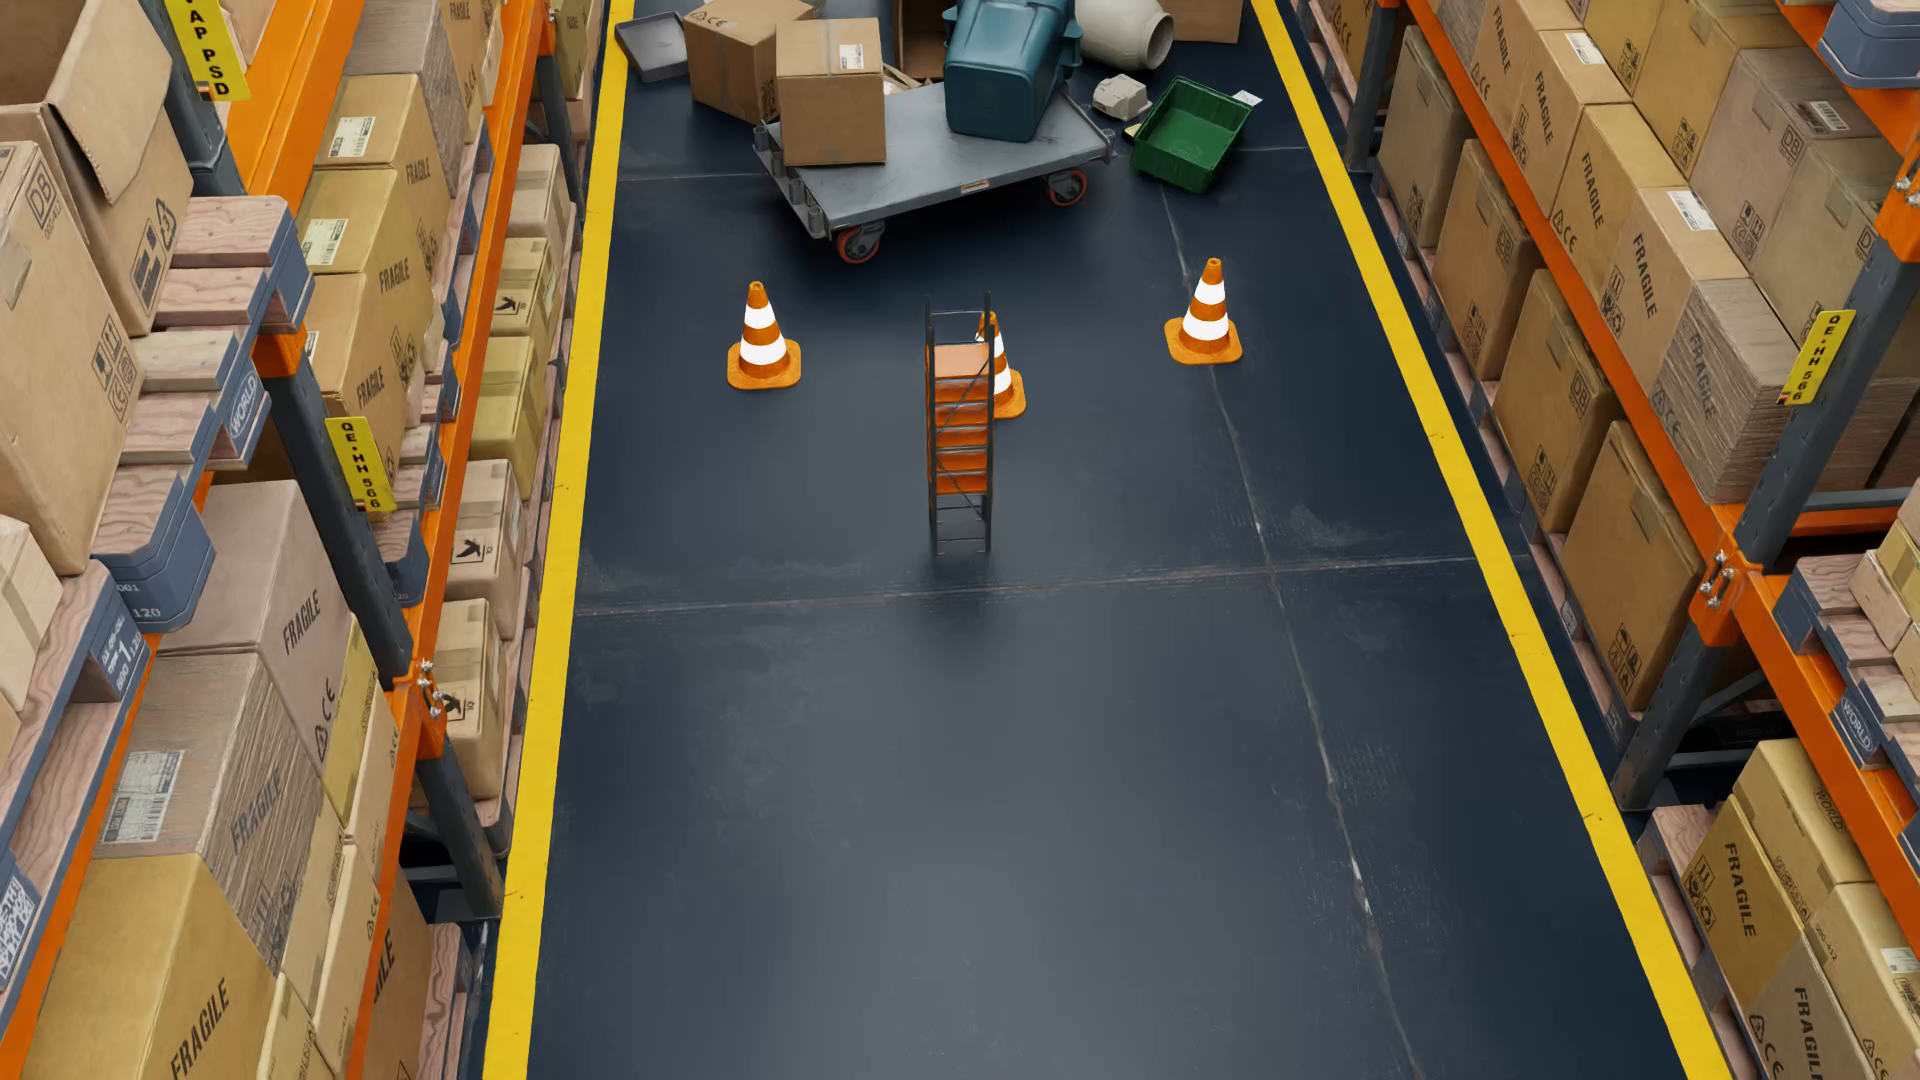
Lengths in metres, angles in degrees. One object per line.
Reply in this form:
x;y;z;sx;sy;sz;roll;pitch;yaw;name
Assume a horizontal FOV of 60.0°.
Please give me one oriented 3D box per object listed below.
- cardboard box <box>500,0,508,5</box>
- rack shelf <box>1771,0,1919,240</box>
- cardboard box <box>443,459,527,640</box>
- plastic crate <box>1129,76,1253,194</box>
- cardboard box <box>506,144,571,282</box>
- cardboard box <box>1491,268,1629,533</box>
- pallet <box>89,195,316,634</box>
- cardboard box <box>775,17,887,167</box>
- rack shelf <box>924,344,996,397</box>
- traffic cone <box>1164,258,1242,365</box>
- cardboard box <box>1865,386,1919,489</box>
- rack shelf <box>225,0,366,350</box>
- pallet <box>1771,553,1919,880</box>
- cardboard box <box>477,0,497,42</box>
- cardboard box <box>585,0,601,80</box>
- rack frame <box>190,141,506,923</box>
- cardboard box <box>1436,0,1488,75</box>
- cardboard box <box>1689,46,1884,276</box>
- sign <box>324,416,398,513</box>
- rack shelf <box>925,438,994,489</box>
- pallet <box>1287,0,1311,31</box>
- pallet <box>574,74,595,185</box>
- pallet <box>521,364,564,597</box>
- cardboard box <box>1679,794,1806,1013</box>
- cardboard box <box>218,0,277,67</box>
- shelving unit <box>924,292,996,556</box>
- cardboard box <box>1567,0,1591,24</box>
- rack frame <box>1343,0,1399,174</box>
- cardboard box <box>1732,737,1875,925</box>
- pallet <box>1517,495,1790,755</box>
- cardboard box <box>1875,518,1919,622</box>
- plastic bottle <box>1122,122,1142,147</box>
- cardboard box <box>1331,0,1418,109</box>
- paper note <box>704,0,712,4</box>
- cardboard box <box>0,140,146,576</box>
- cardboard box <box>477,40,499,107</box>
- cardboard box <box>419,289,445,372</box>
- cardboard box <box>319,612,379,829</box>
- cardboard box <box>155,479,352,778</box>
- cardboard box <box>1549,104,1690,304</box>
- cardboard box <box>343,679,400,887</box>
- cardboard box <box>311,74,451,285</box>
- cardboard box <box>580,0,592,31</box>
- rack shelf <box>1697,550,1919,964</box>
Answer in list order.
-2.080;-2.350;6.930;0.380;0.149;0.250;-3;47;-3;cardboard box
2.693;-2.358;5.484;1.077;0.370;4.000;-3;47;-3;rack shelf
-2.171;0.063;6.281;0.950;0.372;0.625;-4;47;-4;cardboard box
1.206;-2.120;8.726;0.450;0.188;0.662;25;51;9;plastic crate
-2.352;-1.509;7.770;0.950;0.372;0.625;-3;47;-3;cardboard box
2.823;-0.577;6.627;1.050;0.750;0.750;-3;47;-3;cardboard box
-1.957;-0.257;3.128;1.213;0.211;1.003;-2;47;-1;pallet
-0.627;-2.178;8.083;0.500;0.500;0.500;-3;47;-3;cardboard box
-0.001;-0.640;6.232;0.258;0.103;0.180;-3;47;-3;rack shelf
1.133;-1.087;7.597;0.336;0.463;0.334;-3;47;-3;traffic cone
3.092;-0.503;5.228;0.500;0.500;0.500;-3;47;-3;cardboard box
-2.231;-1.984;5.130;1.077;0.370;4.000;-3;47;-3;rack shelf
3.026;0.448;4.529;1.213;0.211;1.003;-3;47;-3;pallet
-2.088;-2.250;6.388;0.500;0.500;0.500;-3;47;-3;cardboard box
-2.235;-2.675;8.959;0.500;0.250;0.500;-1;47;-1;cardboard box
-2.064;0.247;4.587;1.000;3.000;0.127;-3;47;-3;rack frame
2.345;-2.294;6.924;0.500;0.500;0.500;-3;47;-3;cardboard box
2.789;-1.197;5.196;0.700;0.500;0.500;-4;47;-4;cardboard box
-1.511;-0.188;4.201;0.100;0.325;0.005;-3;47;-3;sign
-0.001;-0.310;6.580;0.258;0.103;0.180;-3;47;-3;rack shelf
2.435;-3.502;10.058;1.003;0.211;1.213;-3;47;-3;pallet
-2.490;-2.172;8.798;1.003;0.211;1.213;-3;47;-3;pallet
-2.227;-0.241;6.969;1.003;0.211;1.213;-3;47;-3;pallet
2.666;1.115;5.197;0.500;0.500;0.500;-5;47;-5;cardboard box
-2.133;-1.506;4.112;0.700;0.500;0.500;-3;47;-3;cardboard box
-0.001;-0.423;6.461;0.258;1.200;0.189;-3;47;-3;shelving unit
2.660;-2.303;6.244;0.700;0.500;0.500;-3;47;-3;cardboard box
2.526;-3.021;7.682;1.000;3.000;0.127;-3;47;-3;rack frame
2.677;0.844;4.938;0.500;0.250;0.500;-5;47;-5;cardboard box
2.870;0.257;6.498;1.003;0.211;1.213;-3;47;-3;pallet
2.701;0.074;4.429;0.380;0.149;0.250;-2;47;-2;cardboard box
0.999;-2.119;8.851;0.133;0.061;0.283;-27;52;-23;plastic bottle
2.543;-2.894;8.736;0.875;0.875;0.875;-3;47;-3;cardboard box
-1.443;-3.207;9.903;0.142;0.019;0.148;-19;49;-17;paper note
-1.791;-0.259;2.642;0.700;0.500;0.500;-6;47;-5;cardboard box
-1.994;-1.790;6.399;0.380;0.149;0.250;-3;47;-3;cardboard box
-1.875;-0.665;5.335;0.380;0.149;0.250;-3;47;-3;cardboard box
-1.770;0.461;4.143;0.500;0.250;0.500;-4;47;-3;cardboard box
-1.760;0.227;3.848;0.500;0.500;0.500;-5;47;-4;cardboard box
2.473;-1.194;5.882;0.500;0.500;0.500;-4;47;-4;cardboard box
-1.763;0.648;4.310;0.500;0.250;0.500;-5;47;-5;cardboard box
-1.972;-1.134;5.332;0.500;0.500;0.500;-3;47;-3;cardboard box
-2.235;-2.934;8.687;0.500;0.500;0.500;-2;47;-2;cardboard box
3.028;1.567;3.832;1.077;0.370;4.000;-3;47;-3;rack shelf
